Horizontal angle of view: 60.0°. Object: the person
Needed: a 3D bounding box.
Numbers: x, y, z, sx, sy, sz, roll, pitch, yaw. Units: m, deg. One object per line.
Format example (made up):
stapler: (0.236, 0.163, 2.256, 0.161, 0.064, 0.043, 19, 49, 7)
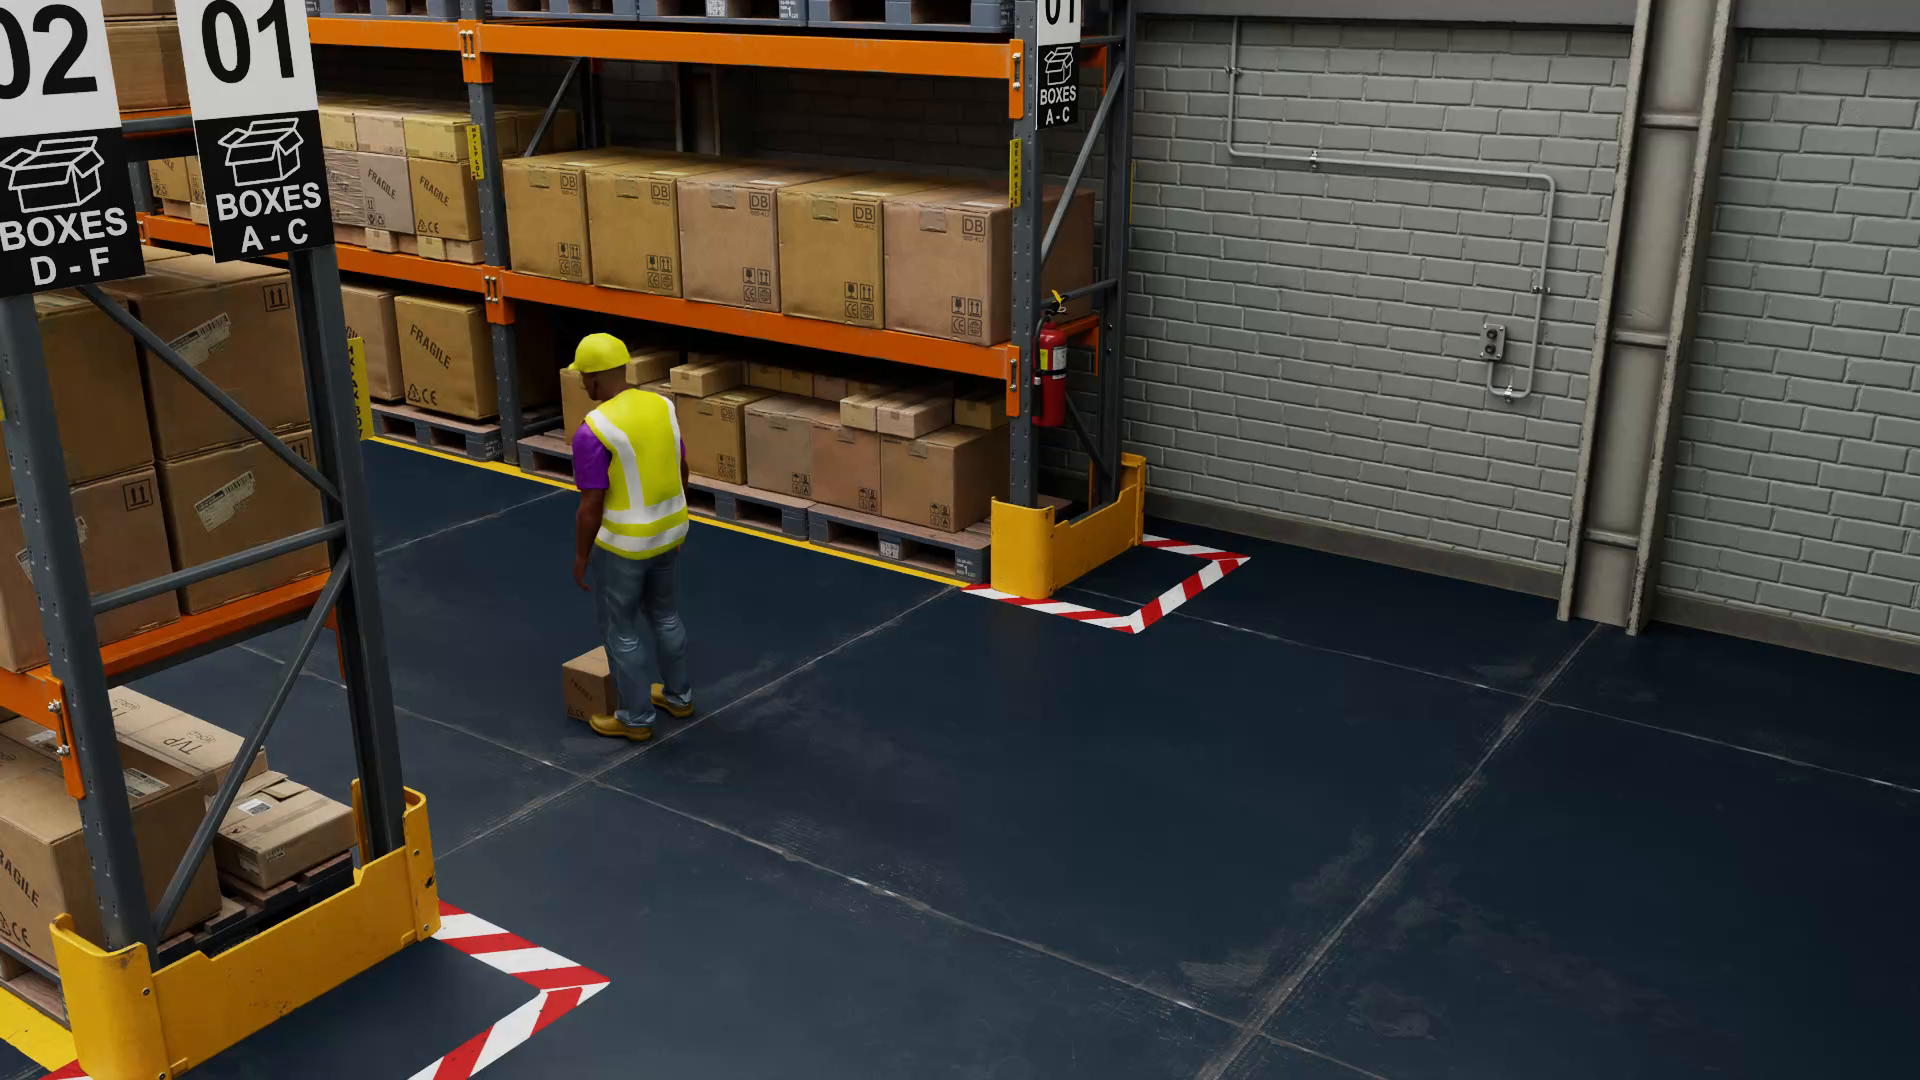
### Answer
person: (-1.406, -0.014, 7.084, 0.463, 1.760, 0.631, 13, 23, 31)
